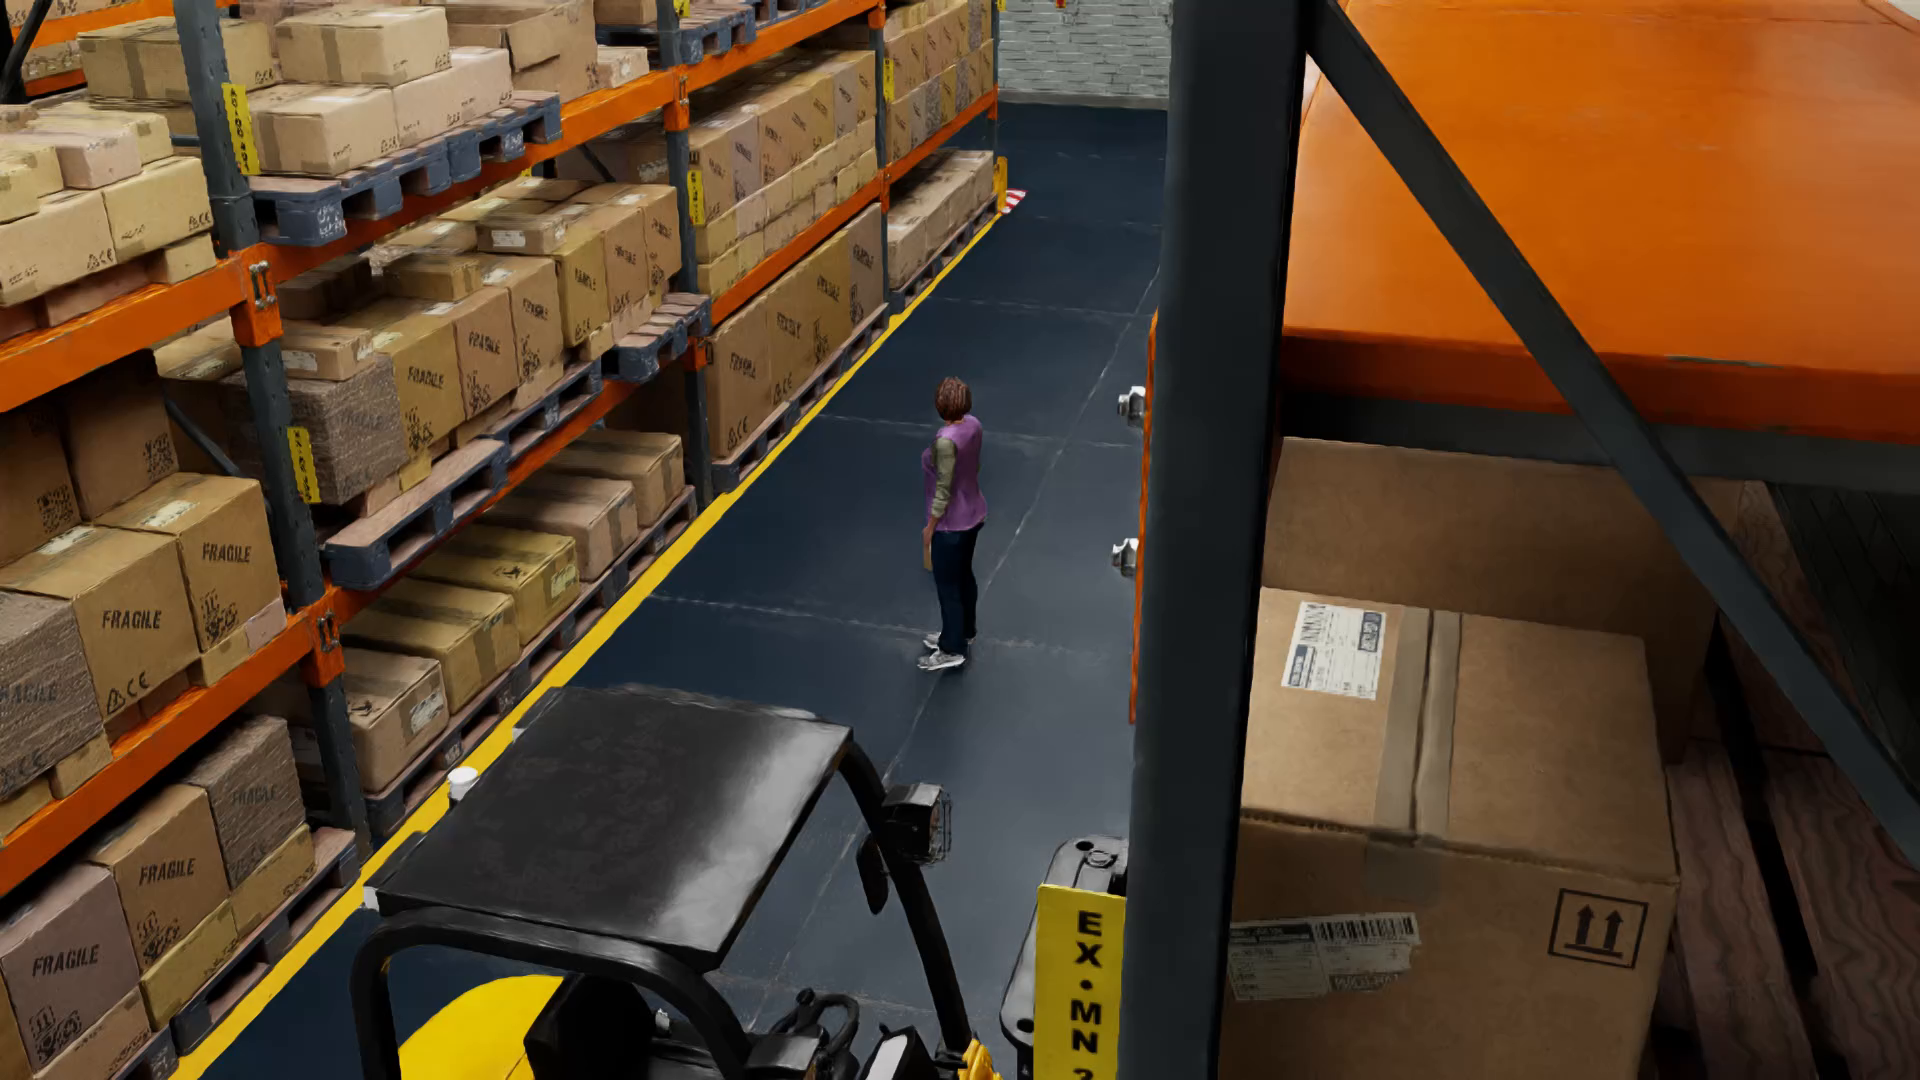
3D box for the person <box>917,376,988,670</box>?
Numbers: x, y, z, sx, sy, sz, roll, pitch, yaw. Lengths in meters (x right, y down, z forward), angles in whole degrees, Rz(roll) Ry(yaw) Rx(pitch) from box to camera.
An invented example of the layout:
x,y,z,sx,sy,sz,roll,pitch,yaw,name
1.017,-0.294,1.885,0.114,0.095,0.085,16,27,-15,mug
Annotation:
x,y,z,sx,sy,sz,roll,pitch,yaw,name
-0.045,-0.089,8.786,0.363,1.632,0.460,12,28,23,person
